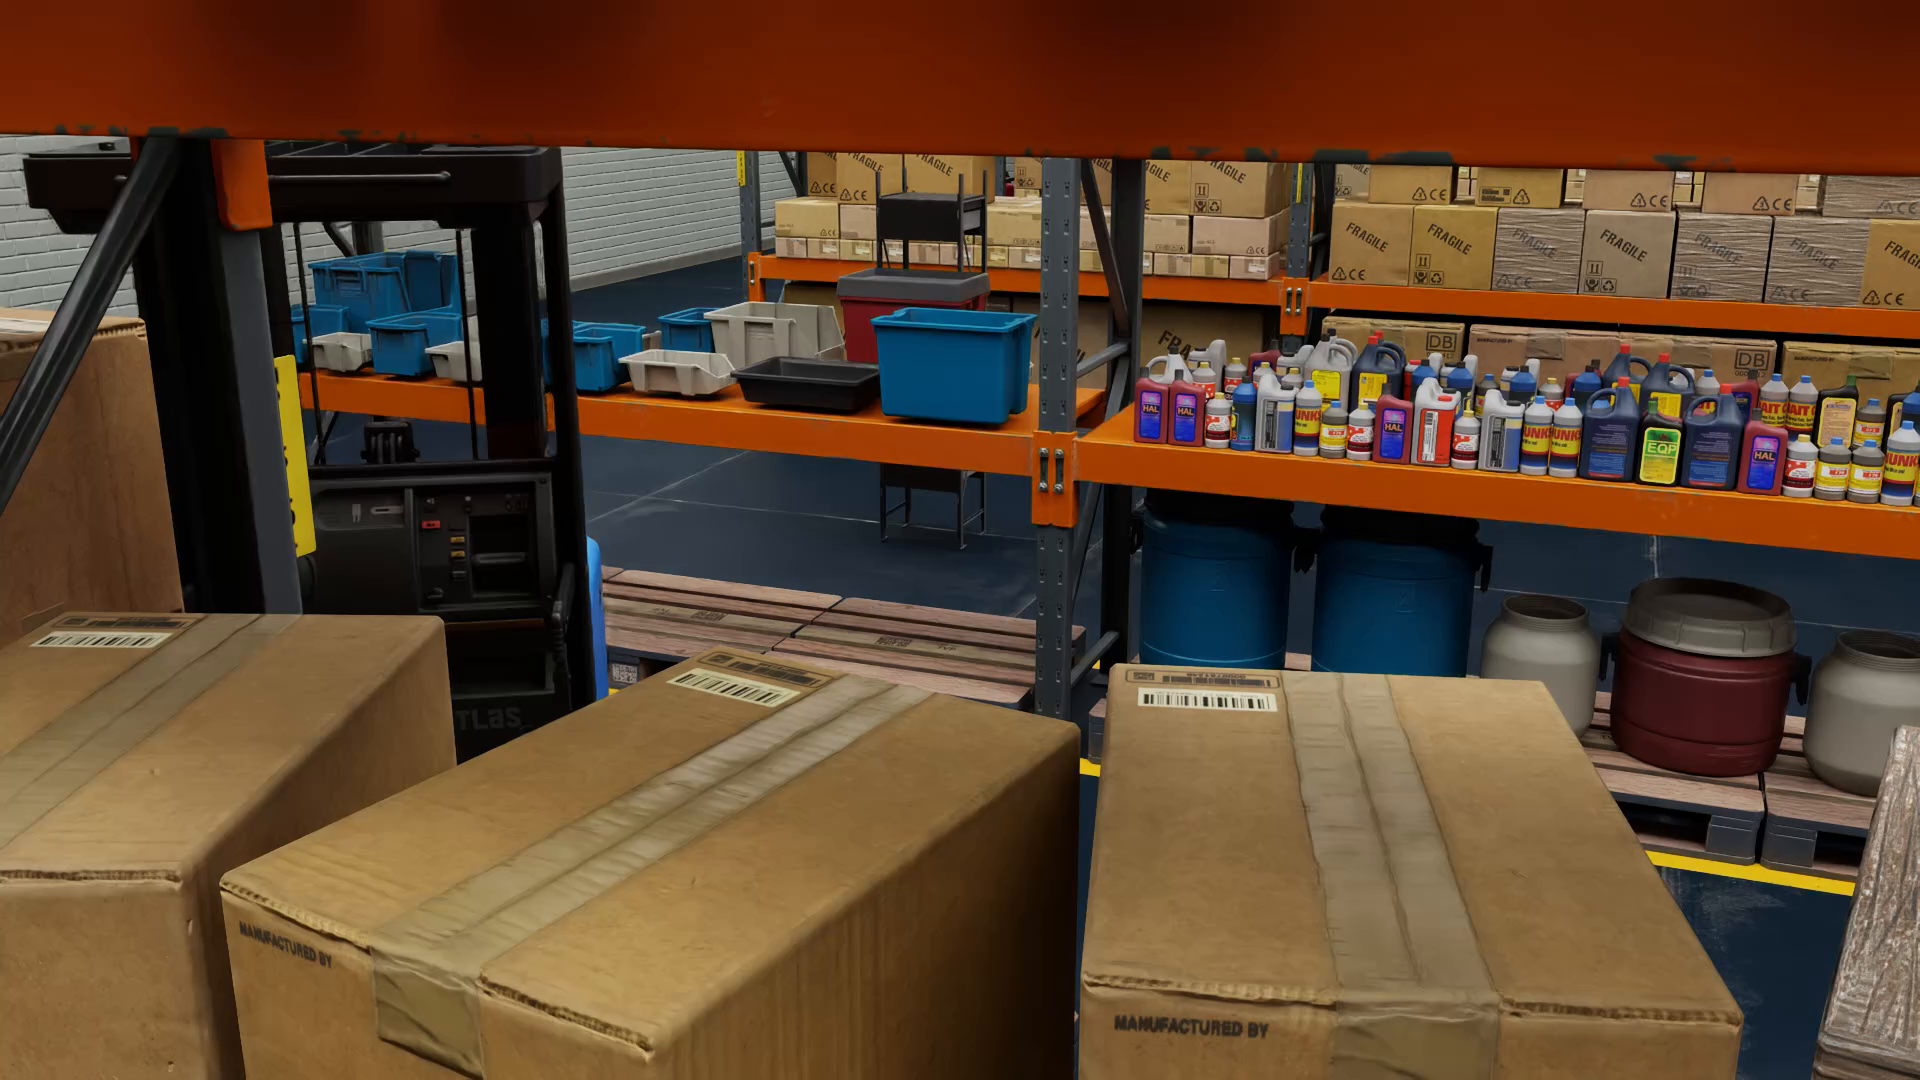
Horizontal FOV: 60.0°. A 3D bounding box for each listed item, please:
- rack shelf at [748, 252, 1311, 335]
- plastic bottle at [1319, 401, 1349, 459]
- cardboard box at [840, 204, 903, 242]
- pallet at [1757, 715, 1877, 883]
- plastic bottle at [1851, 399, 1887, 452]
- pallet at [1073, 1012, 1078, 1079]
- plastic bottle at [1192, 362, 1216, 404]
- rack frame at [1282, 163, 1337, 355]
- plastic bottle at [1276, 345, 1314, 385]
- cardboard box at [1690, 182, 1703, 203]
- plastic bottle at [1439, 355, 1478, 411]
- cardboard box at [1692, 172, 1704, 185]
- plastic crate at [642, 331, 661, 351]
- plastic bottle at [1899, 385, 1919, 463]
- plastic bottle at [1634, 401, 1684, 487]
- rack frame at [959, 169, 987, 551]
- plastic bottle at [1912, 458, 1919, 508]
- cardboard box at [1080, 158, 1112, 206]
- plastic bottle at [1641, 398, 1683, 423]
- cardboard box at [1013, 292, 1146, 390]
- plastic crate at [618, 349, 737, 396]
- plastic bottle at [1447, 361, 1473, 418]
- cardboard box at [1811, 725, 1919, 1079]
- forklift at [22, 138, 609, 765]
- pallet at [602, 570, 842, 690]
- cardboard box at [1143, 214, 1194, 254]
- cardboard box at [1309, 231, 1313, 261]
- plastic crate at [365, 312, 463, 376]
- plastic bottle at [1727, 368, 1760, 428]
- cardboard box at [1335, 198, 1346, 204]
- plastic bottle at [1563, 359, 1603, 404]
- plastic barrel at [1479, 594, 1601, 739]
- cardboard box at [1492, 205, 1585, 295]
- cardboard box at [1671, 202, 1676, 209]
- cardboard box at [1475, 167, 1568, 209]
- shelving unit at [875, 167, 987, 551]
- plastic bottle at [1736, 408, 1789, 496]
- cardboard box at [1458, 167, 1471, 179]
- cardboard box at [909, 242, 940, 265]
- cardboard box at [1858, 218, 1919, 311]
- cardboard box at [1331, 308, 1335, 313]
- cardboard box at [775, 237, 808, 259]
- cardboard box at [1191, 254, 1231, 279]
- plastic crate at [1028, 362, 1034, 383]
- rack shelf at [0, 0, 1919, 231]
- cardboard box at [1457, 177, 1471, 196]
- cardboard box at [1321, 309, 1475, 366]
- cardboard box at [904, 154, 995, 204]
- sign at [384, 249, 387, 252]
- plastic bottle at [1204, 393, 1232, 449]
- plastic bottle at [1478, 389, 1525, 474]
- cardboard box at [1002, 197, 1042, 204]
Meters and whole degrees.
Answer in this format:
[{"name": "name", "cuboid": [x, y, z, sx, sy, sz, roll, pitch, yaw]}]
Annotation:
[{"name": "rack shelf", "cuboid": [0.496, -1.854, 11.971, 4.000, 0.370, 1.077, 6, 17, 21]}, {"name": "plastic bottle", "cuboid": [1.359, -0.403, 6.037, 0.097, 0.201, 0.097, 0, 16, 0]}, {"name": "cardboard box", "cuboid": [-0.531, -2.305, 11.967, 0.500, 0.250, 0.500, 6, 17, 20]}, {"name": "pallet", "cuboid": [3.511, 0.968, 5.961, 1.213, 0.211, 1.003, 6, 17, 21]}, {"name": "plastic bottle", "cuboid": [3.324, -0.414, 6.076, 0.097, 0.201, 0.097, 0, 16, 0]}, {"name": "pallet", "cuboid": [-0.579, 0.776, 1.965, 1.213, 0.211, 1.003, 6, 17, 21]}, {"name": "plastic bottle", "cuboid": [0.996, -0.624, 6.801, 0.097, 0.201, 0.097, 0, 16, 0]}, {"name": "rack frame", "cuboid": [2.356, -1.995, 11.166, 0.127, 3.000, 1.000, 6, 17, 21]}, {"name": "plastic bottle", "cuboid": [1.364, -0.657, 6.779, 0.135, 0.276, 0.152, 6, 17, 21]}, {"name": "cardboard box", "cuboid": [6.413, -2.980, 14.255, 0.250, 0.149, 0.380, 5, 17, 18]}, {"name": "plastic bottle", "cuboid": [1.958, -0.592, 6.554, 0.135, 0.276, 0.152, 6, 17, 21]}, {"name": "cardboard box", "cuboid": [6.407, -3.123, 14.215, 0.250, 0.149, 0.380, 6, 17, 20]}, {"name": "plastic crate", "cuboid": [-1.542, -0.904, 7.774, 0.250, 0.136, 0.298, 6, 17, 21]}, {"name": "plastic bottle", "cuboid": [3.426, -0.418, 5.965, 0.097, 0.271, 0.097, 0, 16, 0]}, {"name": "plastic bottle", "cuboid": [2.368, -0.326, 5.624, 0.133, 0.283, 0.061, 6, 17, 21]}, {"name": "rack frame", "cuboid": [0.073, -1.000, 9.353, 0.015, 2.100, 0.400, 6, 17, 21]}, {"name": "plastic bottle", "cuboid": [3.140, -0.207, 5.362, 0.097, 0.201, 0.097, 0, 16, 0]}, {"name": "cardboard box", "cuboid": [1.064, -2.646, 11.798, 0.500, 0.500, 0.500, 6, 17, 19]}, {"name": "plastic bottle", "cuboid": [2.390, -0.341, 5.678, 0.133, 0.283, 0.061, 6, 17, 21]}, {"name": "cardboard box", "cuboid": [0.935, -1.357, 12.025, 0.875, 0.875, 0.875, 6, 17, 21]}, {"name": "plastic crate", "cuboid": [-1.191, -0.713, 7.114, 0.466, 0.136, 0.293, 6, 17, 21]}, {"name": "plastic bottle", "cuboid": [1.930, -0.555, 6.437, 0.097, 0.271, 0.097, 0, 16, 0]}, {"name": "cardboard box", "cuboid": [1.031, 0.555, 1.449, 0.500, 0.500, 0.700, 10, 19, 31]}, {"name": "forklift", "cuboid": [-1.550, 0.021, 4.343, 1.130, 2.935, 3.031, -3, 16, -9]}, {"name": "pallet", "cuboid": [-1.298, 0.439, 7.783, 1.213, 0.211, 1.003, 6, 17, 21]}, {"name": "cardboard box", "cuboid": [1.367, -2.095, 11.247, 0.500, 0.250, 0.500, 7, 18, 22]}, {"name": "cardboard box", "cuboid": [4.615, -3.720, 20.950, 0.875, 0.438, 0.875, 6, 17, 19]}, {"name": "plastic crate", "cuboid": [-2.461, -0.890, 7.552, 0.300, 0.233, 0.416, 6, 17, 21]}, {"name": "plastic bottle", "cuboid": [2.918, -0.503, 6.237, 0.133, 0.283, 0.061, 6, 17, 21]}, {"name": "cardboard box", "cuboid": [3.639, -3.117, 15.481, 0.250, 0.149, 0.380, 6, 17, 19]}, {"name": "plastic bottle", "cuboid": [2.406, -0.560, 6.431, 0.133, 0.283, 0.061, 6, 17, 21]}, {"name": "plastic barrel", "cuboid": [2.190, 0.496, 6.294, 0.421, 0.512, 0.421, 0, 16, 0]}, {"name": "cardboard box", "cuboid": [3.626, -1.829, 10.413, 0.500, 0.500, 0.500, 6, 17, 19]}, {"name": "cardboard box", "cuboid": [4.302, -1.910, 10.692, 0.500, 0.500, 0.500, 6, 17, 21]}, {"name": "cardboard box", "cuboid": [3.588, -2.388, 10.542, 0.637, 0.503, 0.797, 6, 17, 21]}, {"name": "shelving unit", "cuboid": [-0.154, -1.025, 9.439, 0.503, 2.100, 0.431, 6, 17, 21]}, {"name": "plastic bottle", "cuboid": [2.664, -0.293, 5.512, 0.133, 0.283, 0.061, 6, 17, 21]}, {"name": "cardboard box", "cuboid": [4.468, -3.335, 14.947, 0.250, 0.149, 0.380, 7, 17, 22]}, {"name": "cardboard box", "cuboid": [-0.199, -2.057, 11.830, 0.250, 0.149, 0.380, 6, 17, 20]}, {"name": "cardboard box", "cuboid": [5.527, -1.620, 9.695, 0.500, 0.500, 0.500, 7, 18, 22]}, {"name": "cardboard box", "cuboid": [3.604, -2.221, 15.770, 0.250, 0.149, 0.380, 5, 17, 18]}, {"name": "cardboard box", "cuboid": [-1.155, -2.162, 12.190, 0.250, 0.149, 0.380, 6, 17, 21]}, {"name": "cardboard box", "cuboid": [1.712, -1.847, 11.106, 0.250, 0.149, 0.380, 7, 17, 22]}, {"name": "plastic crate", "cuboid": [0.159, -0.697, 7.061, 0.243, 0.136, 0.396, 6, 17, 21]}, {"name": "rack shelf", "cuboid": [0.579, -0.317, 1.295, 4.000, 0.370, 1.077, 6, 17, 21]}, {"name": "cardboard box", "cuboid": [4.468, -3.193, 14.988, 0.250, 0.149, 0.380, 5, 17, 18]}, {"name": "cardboard box", "cuboid": [2.959, -1.116, 11.196, 0.875, 0.875, 1.225, 6, 17, 21]}, {"name": "cardboard box", "cuboid": [-0.068, -2.614, 11.687, 0.500, 0.500, 0.500, 6, 17, 19]}, {"name": "sign", "cuboid": [-2.995, -1.342, 8.625, 0.005, 0.325, 0.100, 6, 17, 21]}, {"name": "plastic bottle", "cuboid": [0.962, -0.446, 6.187, 0.097, 0.201, 0.097, 0, 16, 0]}, {"name": "plastic bottle", "cuboid": [1.907, -0.386, 5.847, 0.135, 0.276, 0.152, 6, 17, 21]}, {"name": "cardboard box", "cuboid": [0.615, -2.338, 12.083, 0.500, 0.250, 0.500, 6, 17, 21]}]
